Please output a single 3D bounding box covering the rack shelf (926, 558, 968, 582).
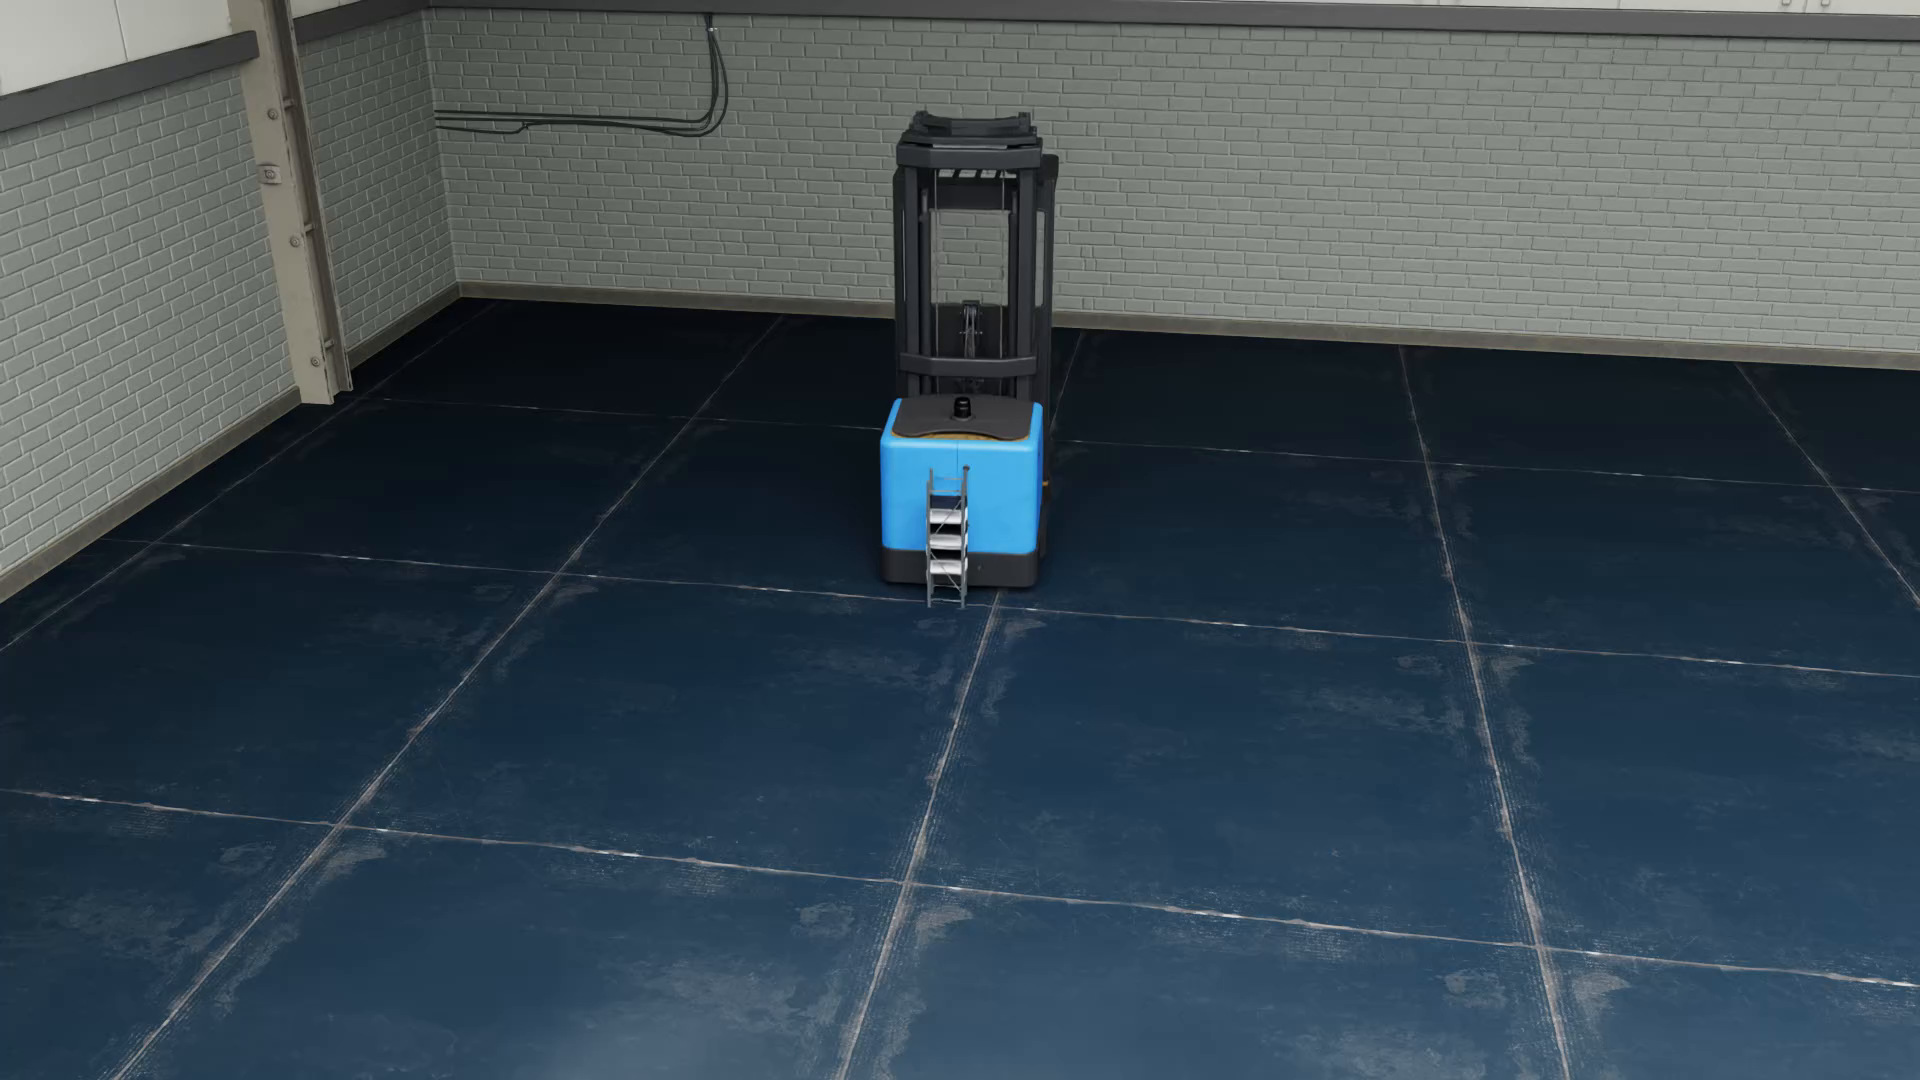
[{"bbox_3d":[-0.083,0.191,10.828,0.258,0.077,0.200,2,25,5],"label":"rack shelf"}]

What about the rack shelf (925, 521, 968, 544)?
[{"bbox_3d":[-0.083,-0.053,10.713,0.258,0.077,0.200,2,25,5],"label":"rack shelf"}]

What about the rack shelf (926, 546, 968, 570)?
[{"bbox_3d":[-0.083,0.110,10.790,0.258,0.077,0.200,2,25,5],"label":"rack shelf"}]

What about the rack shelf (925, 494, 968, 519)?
[{"bbox_3d":[-0.083,-0.217,10.637,0.258,0.077,0.200,2,25,5],"label":"rack shelf"}]

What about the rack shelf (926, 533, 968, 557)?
[{"bbox_3d":[-0.083,0.028,10.752,0.258,0.077,0.200,2,25,5],"label":"rack shelf"}]

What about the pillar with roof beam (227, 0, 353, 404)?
[{"bbox_3d":[-1.273,-5.035,11.936,9.100,9.000,0.400,4,25,9],"label":"pillar with roof beam"}]

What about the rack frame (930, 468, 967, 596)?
[{"bbox_3d":[-0.074,-0.045,10.829,0.240,0.900,0.006,2,25,5],"label":"rack frame"}]

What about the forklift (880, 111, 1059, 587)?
[{"bbox_3d":[0.115,-1.605,11.767,1.130,2.935,3.031,2,25,5],"label":"forklift"}]

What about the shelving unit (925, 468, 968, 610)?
[{"bbox_3d":[-0.083,-0.002,10.737,0.258,0.900,0.210,2,25,5],"label":"shelving unit"}]

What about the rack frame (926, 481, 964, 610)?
[{"bbox_3d":[-0.092,0.041,10.646,0.240,0.900,0.006,2,25,5],"label":"rack frame"}]

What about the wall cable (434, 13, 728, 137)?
[{"bbox_3d":[-3.734,-5.067,15.668,3.097,2.526,0.112,4,25,9],"label":"wall cable"}]

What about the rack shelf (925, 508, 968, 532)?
[{"bbox_3d":[-0.083,-0.135,10.675,0.258,0.077,0.200,2,25,5],"label":"rack shelf"}]
